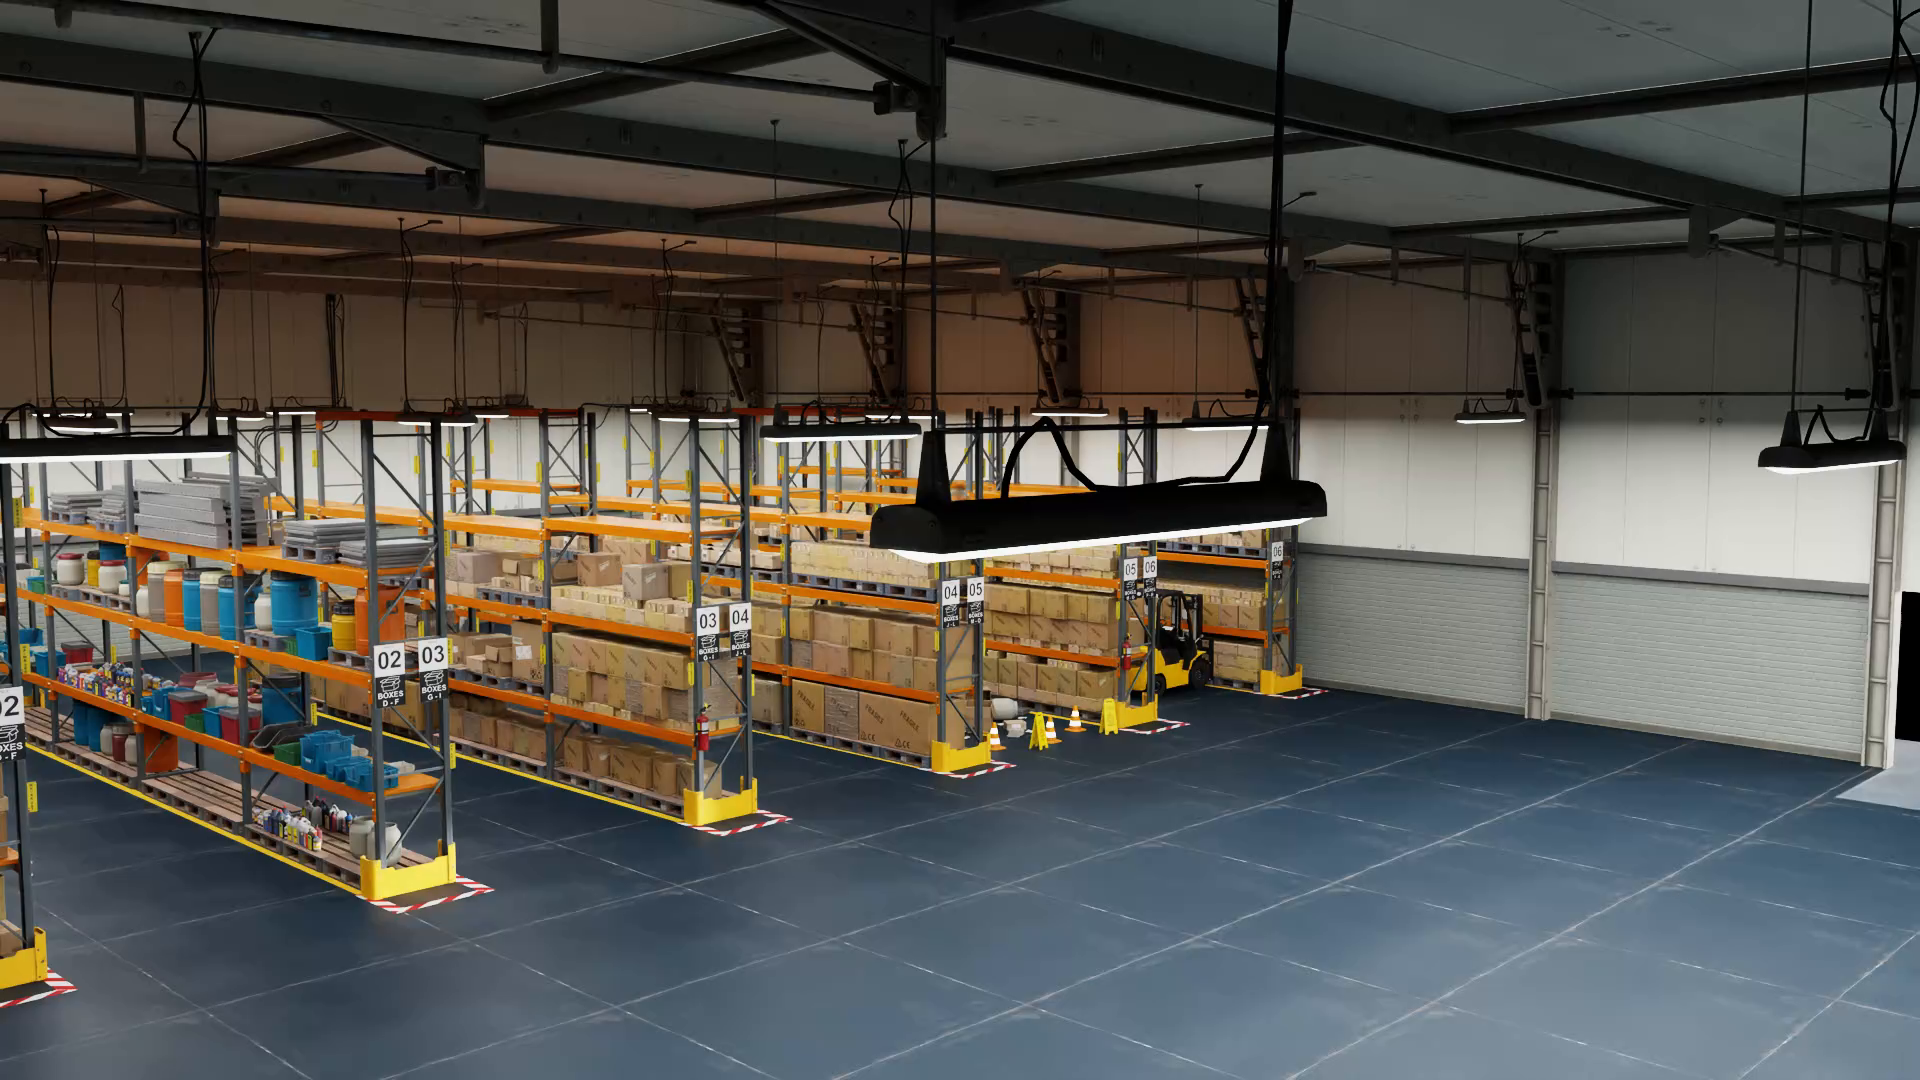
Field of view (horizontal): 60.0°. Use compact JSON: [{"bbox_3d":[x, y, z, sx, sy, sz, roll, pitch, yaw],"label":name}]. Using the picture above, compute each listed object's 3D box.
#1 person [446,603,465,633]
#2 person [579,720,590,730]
[{"bbox_3d":[-12.127,1.930,40.048,0.694,1.736,1.080,3,6,30],"label":"person"},{"bbox_3d":[-6.987,2.732,31.246,0.632,1.673,0.602,5,7,42],"label":"person"}]
